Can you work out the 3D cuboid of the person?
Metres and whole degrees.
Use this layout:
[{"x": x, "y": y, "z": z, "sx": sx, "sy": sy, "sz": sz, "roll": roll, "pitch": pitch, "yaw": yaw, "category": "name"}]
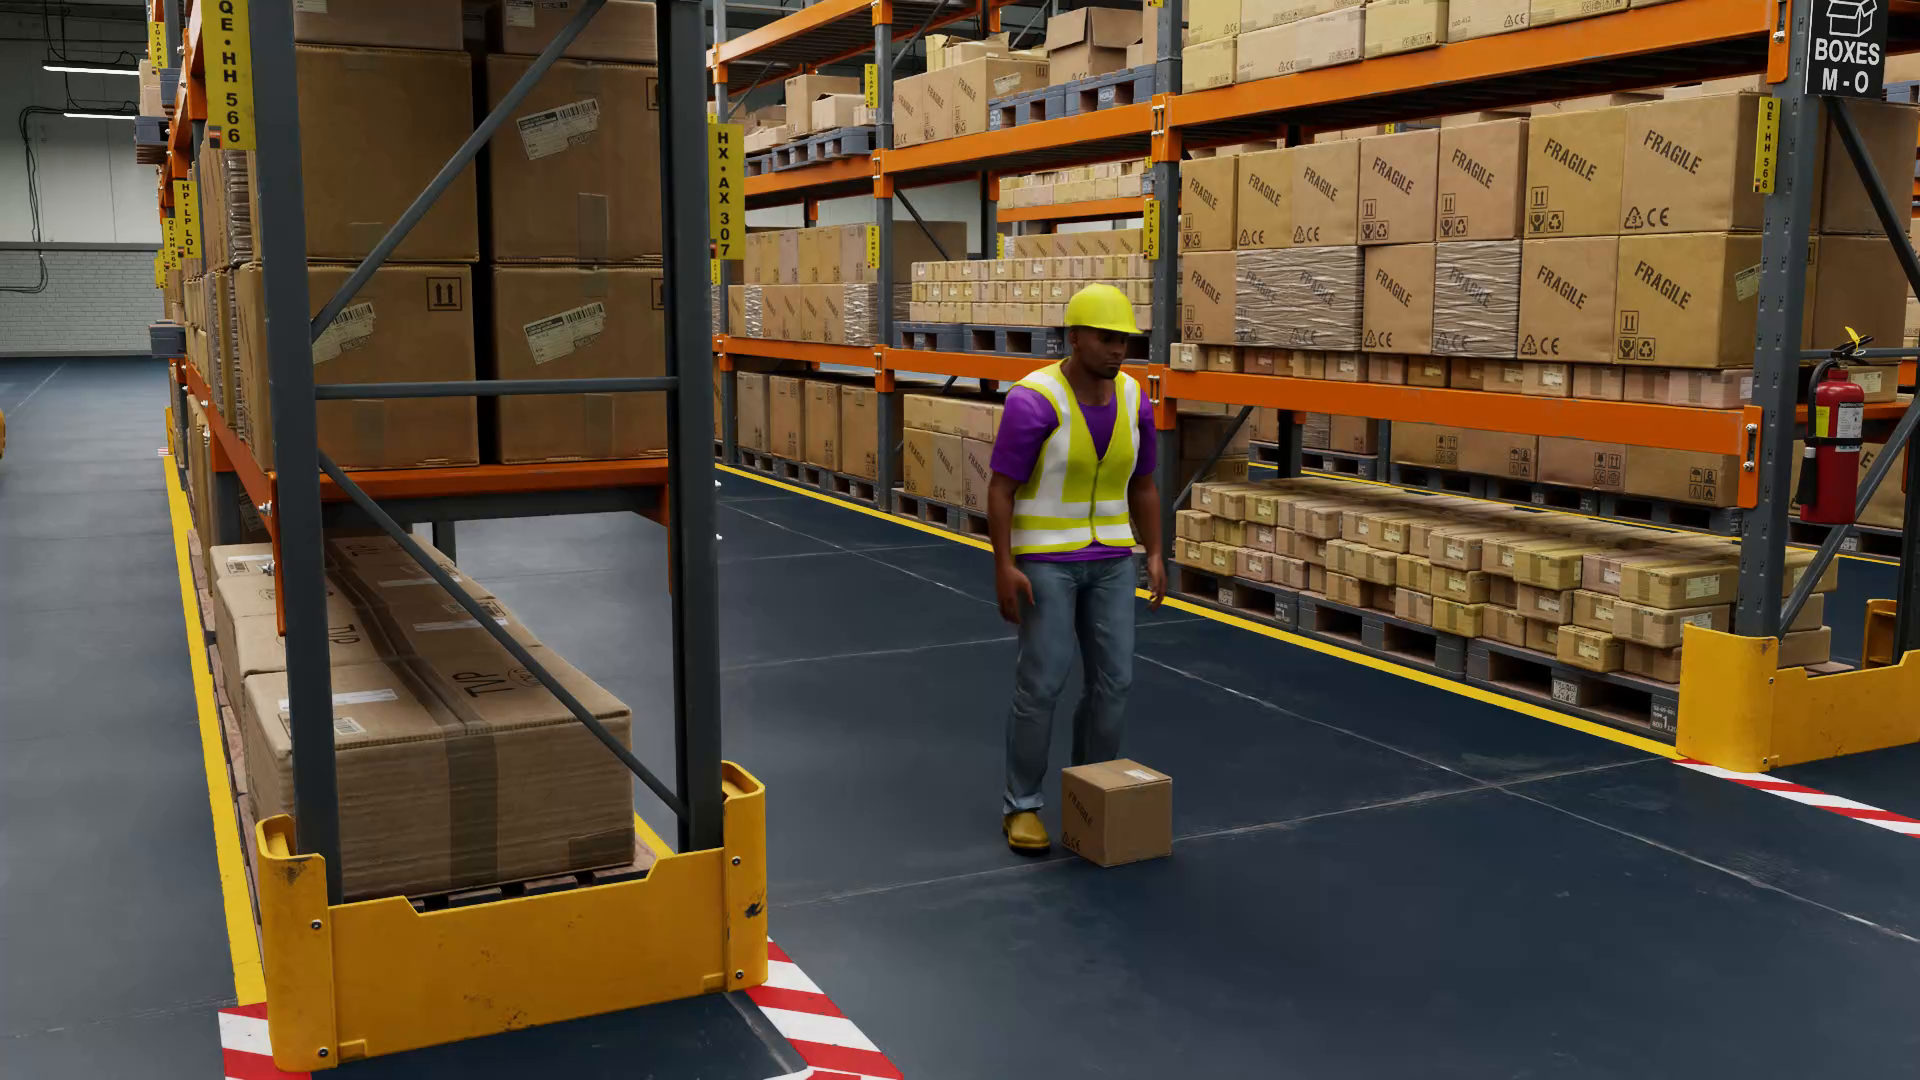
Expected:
[{"x": 0.381, "y": 0.075, "z": 5.275, "sx": 0.637, "sy": 1.761, "sz": 0.460, "roll": -4, "pitch": 10, "yaw": -27, "category": "person"}]
